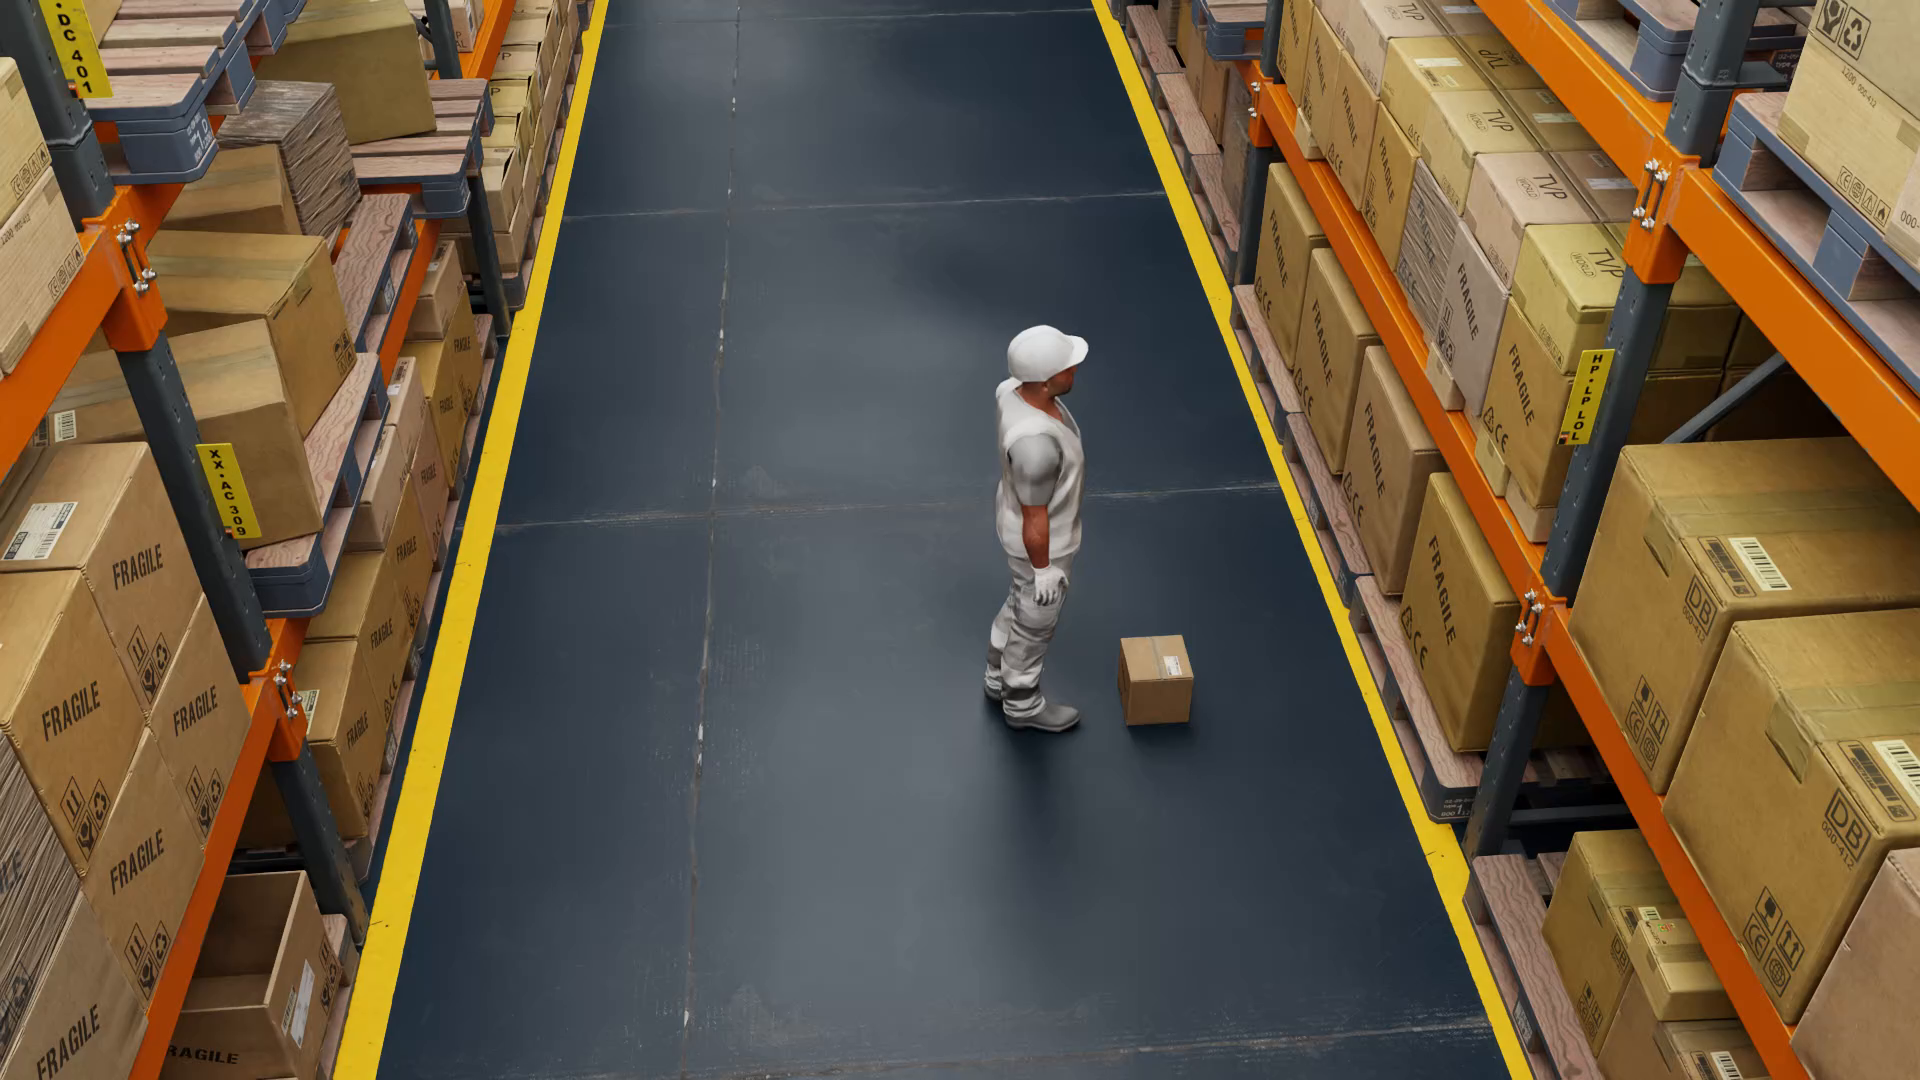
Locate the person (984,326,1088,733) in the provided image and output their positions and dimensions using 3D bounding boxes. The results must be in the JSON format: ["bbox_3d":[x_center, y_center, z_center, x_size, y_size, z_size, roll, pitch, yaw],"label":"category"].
[{"bbox_3d":[0.288,-0.016,6.161,0.371,1.814,0.535,-2,39,-3],"label":"person"}]
